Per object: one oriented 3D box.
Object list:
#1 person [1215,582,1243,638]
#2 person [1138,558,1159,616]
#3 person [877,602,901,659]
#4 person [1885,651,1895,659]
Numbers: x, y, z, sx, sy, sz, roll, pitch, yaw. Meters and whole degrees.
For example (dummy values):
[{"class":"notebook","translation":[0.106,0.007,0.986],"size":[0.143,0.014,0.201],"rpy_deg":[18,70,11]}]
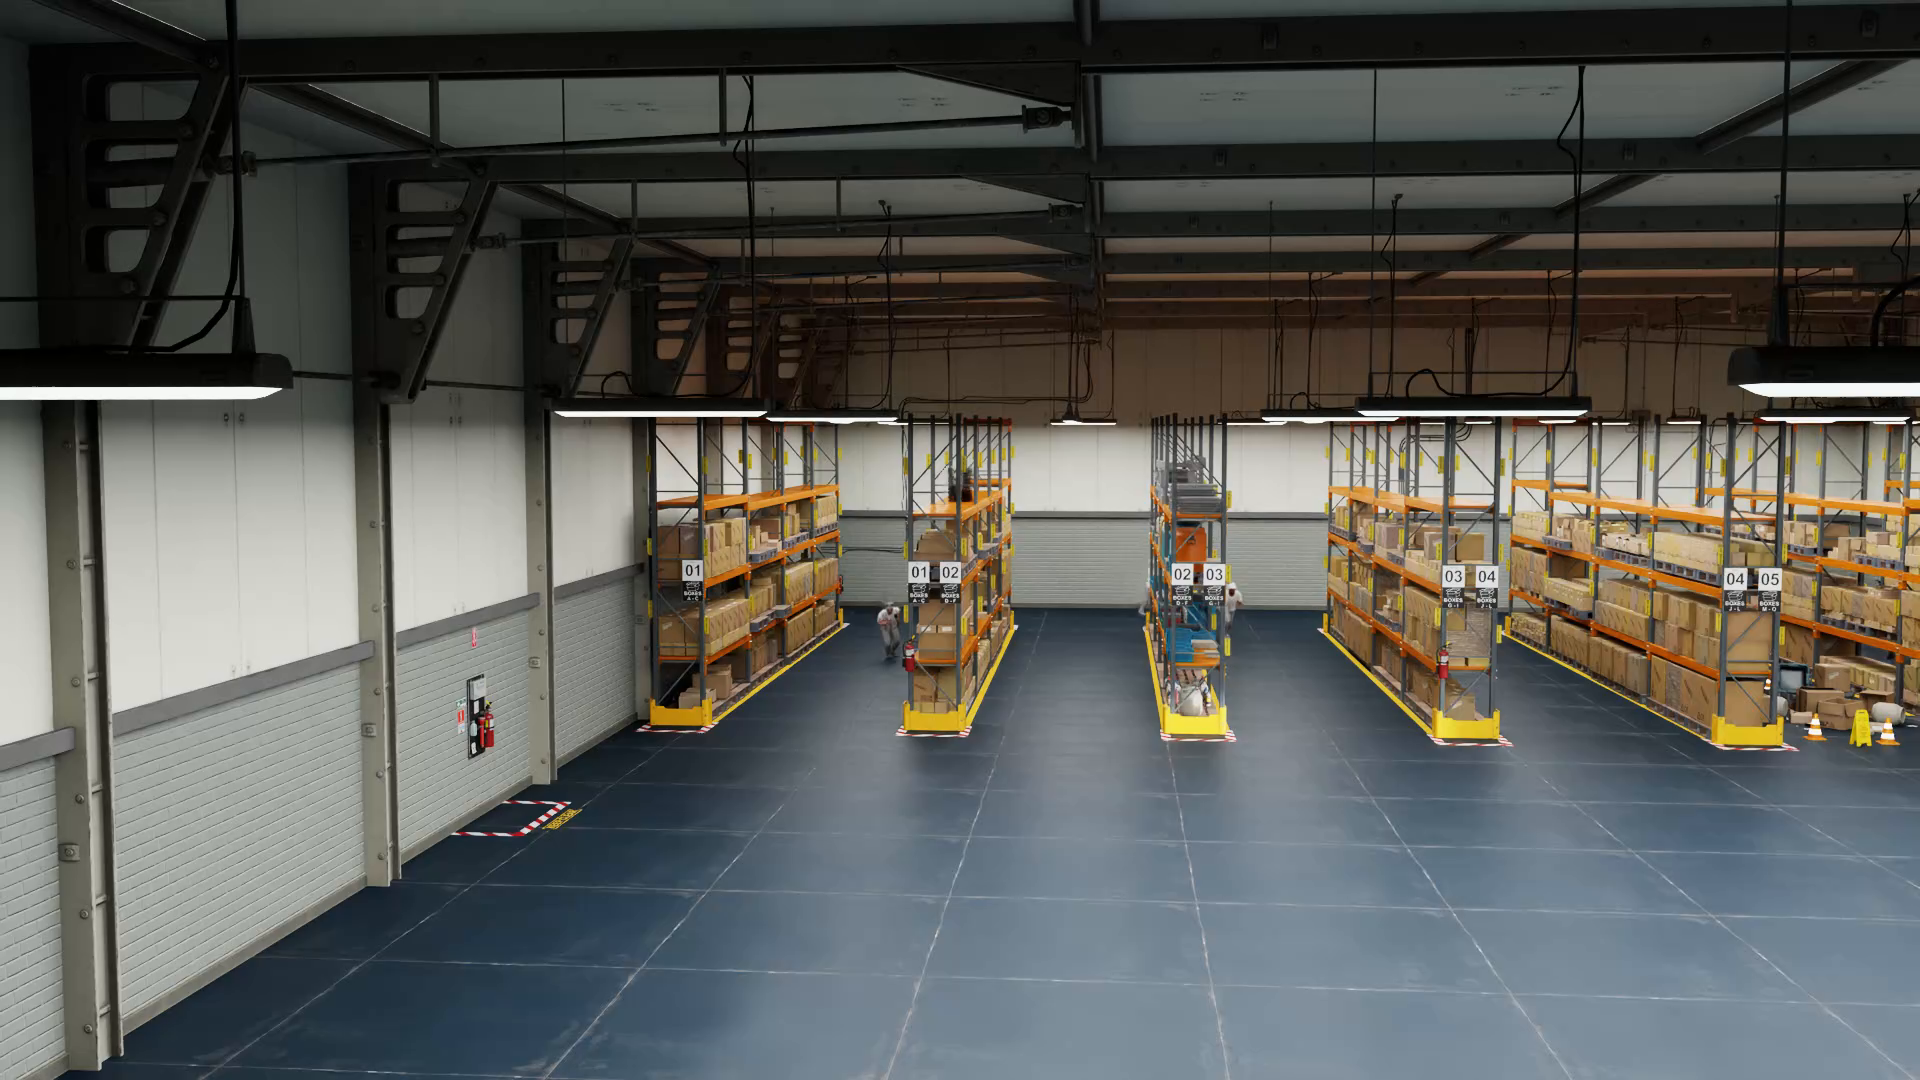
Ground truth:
[{"class":"person","translation":[7.152,1.930,44.517],"size":[0.743,1.648,0.965],"rpy_deg":[-1,4,-10]},{"class":"person","translation":[5.810,1.457,50.156],"size":[0.864,1.827,0.644],"rpy_deg":[2,4,31]},{"class":"person","translation":[-1.738,2.241,41.046],"size":[0.673,1.484,0.999],"rpy_deg":[-1,4,-16]},{"class":"person","translation":[23.119,2.217,41.032],"size":[0.587,1.517,0.646],"rpy_deg":[-1,4,-18]}]
